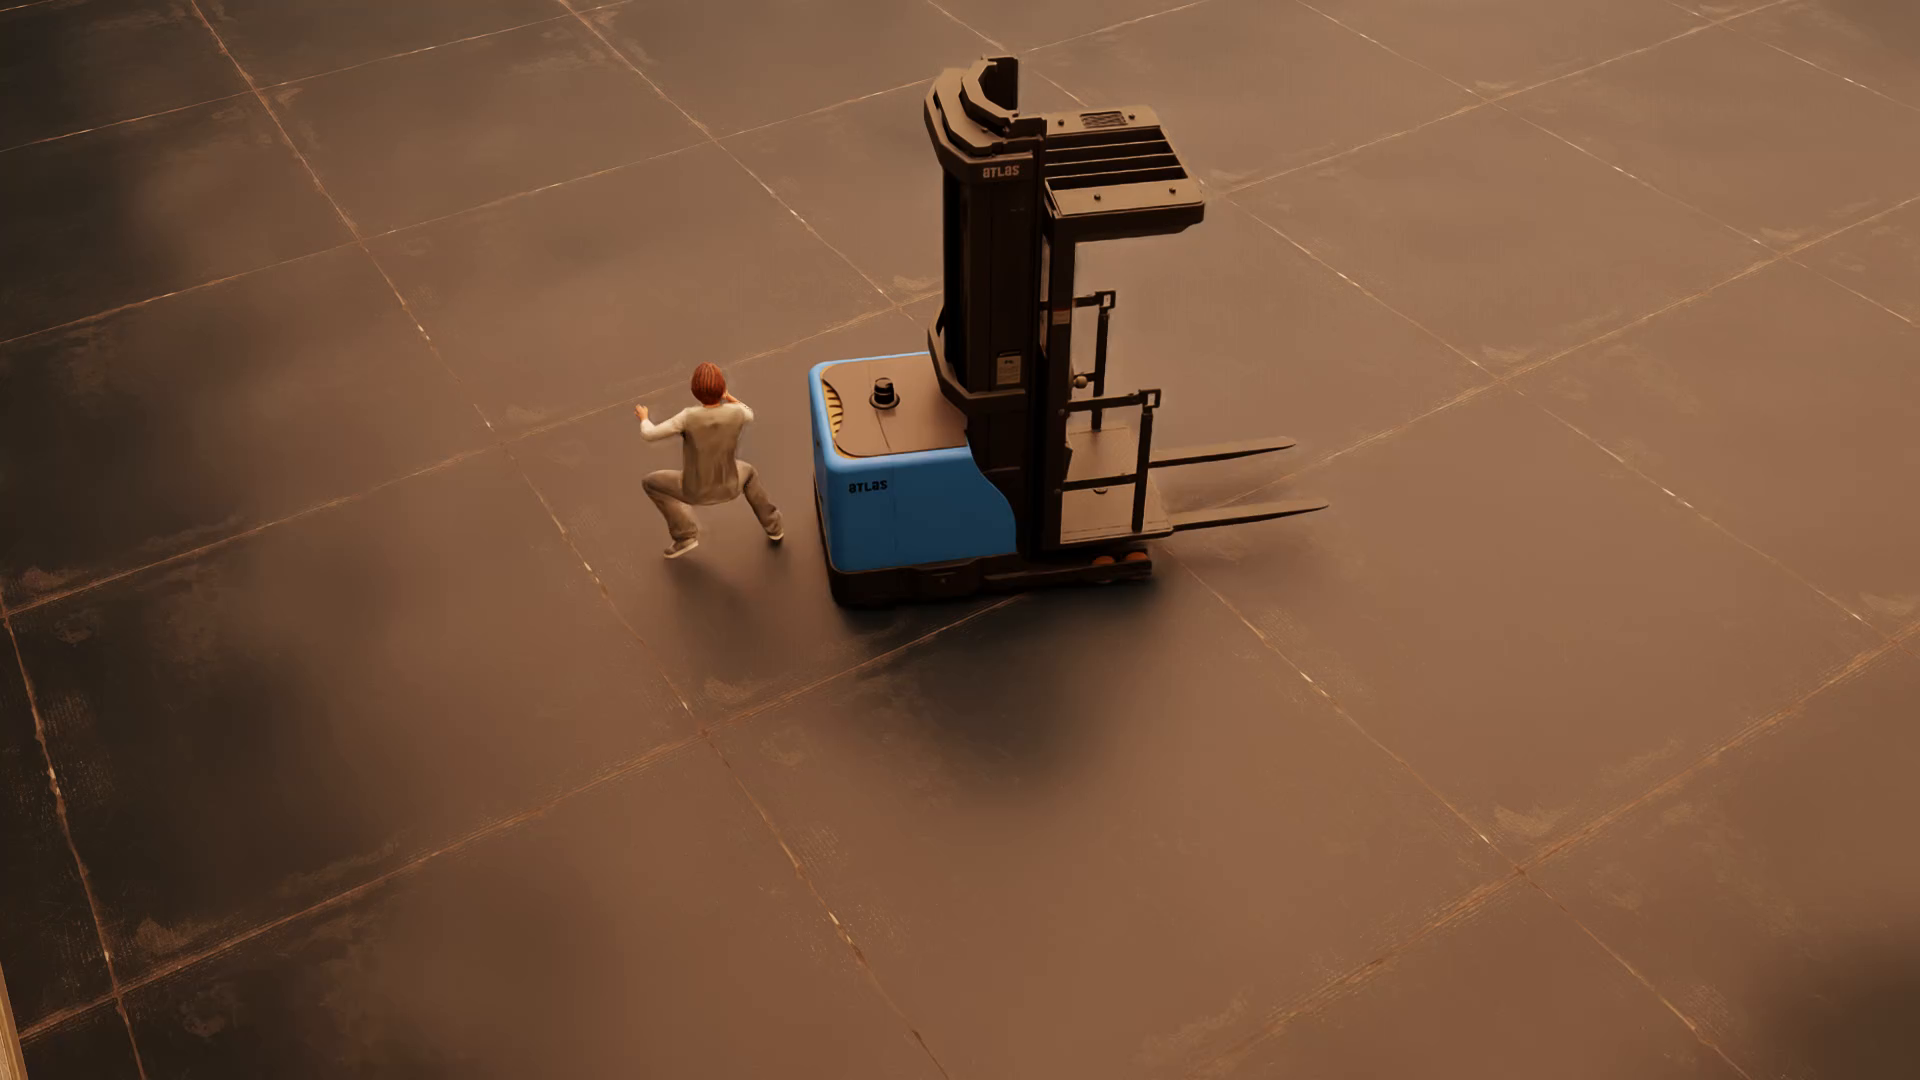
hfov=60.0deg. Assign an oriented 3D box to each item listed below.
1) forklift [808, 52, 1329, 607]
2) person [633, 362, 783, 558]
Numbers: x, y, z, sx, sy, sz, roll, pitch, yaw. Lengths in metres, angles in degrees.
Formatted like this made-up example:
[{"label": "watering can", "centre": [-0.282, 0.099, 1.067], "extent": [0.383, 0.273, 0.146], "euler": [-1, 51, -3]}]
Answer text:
[{"label": "forklift", "centre": [0.674, -1.184, 9.226], "extent": [3.031, 2.935, 1.130], "euler": [-7, 42, -8]}, {"label": "person", "centre": [-1.454, -0.493, 9.617], "extent": [0.796, 1.363, 0.683], "euler": [-13, 43, -14]}]
